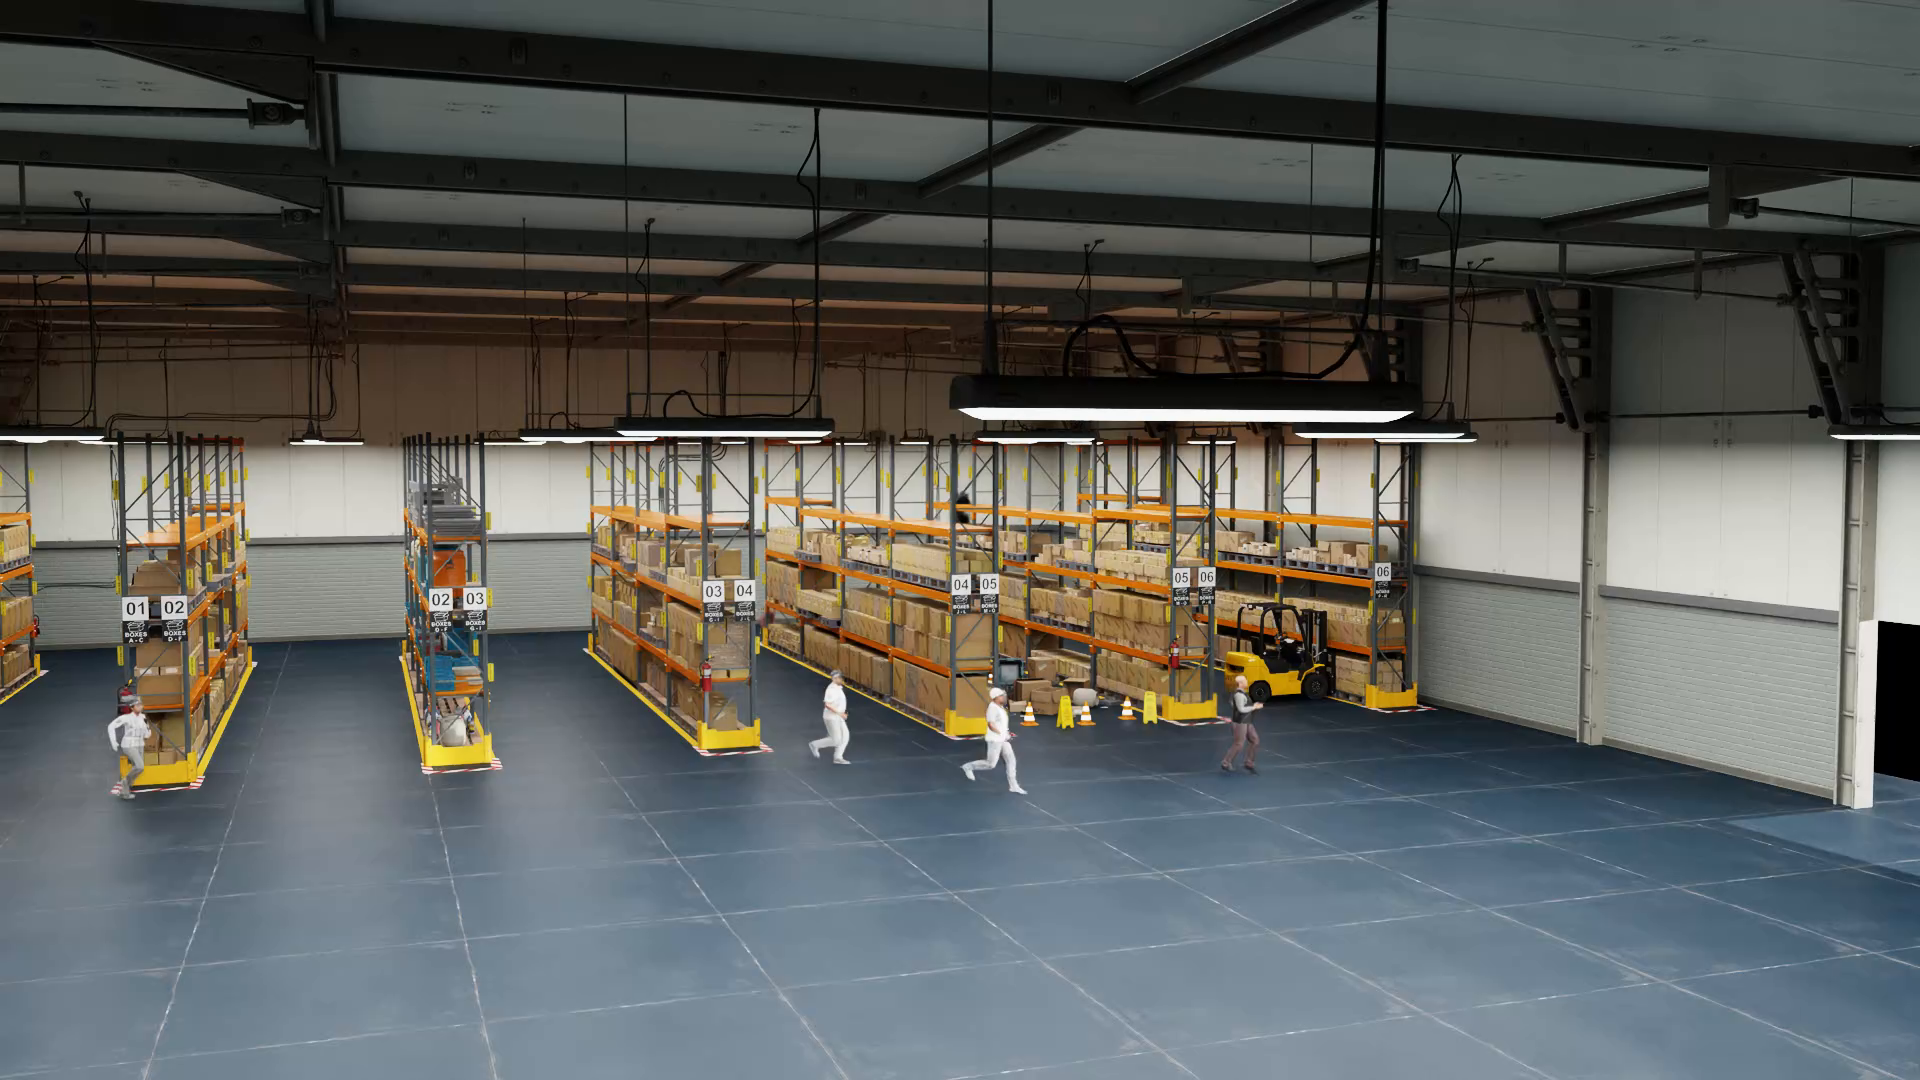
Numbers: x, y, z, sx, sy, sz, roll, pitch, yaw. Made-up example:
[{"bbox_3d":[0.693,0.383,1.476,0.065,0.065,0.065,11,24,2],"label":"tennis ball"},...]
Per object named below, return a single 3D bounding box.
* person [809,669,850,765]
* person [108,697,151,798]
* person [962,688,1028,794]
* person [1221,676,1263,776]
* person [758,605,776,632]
[{"bbox_3d":[-2.338,3.192,30.073,0.754,1.739,0.652,1,3,10],"label":"person"},{"bbox_3d":[-13.482,3.385,27.135,0.555,1.650,0.617,1,3,14],"label":"person"},{"bbox_3d":[0.607,3.332,27.572,1.035,1.771,0.654,1,3,18],"label":"person"},{"bbox_3d":[4.941,3.249,29.056,0.726,1.770,0.636,1,3,20],"label":"person"},{"bbox_3d":[-5.683,2.158,49.667,0.672,1.667,0.645,0,3,2],"label":"person"}]
